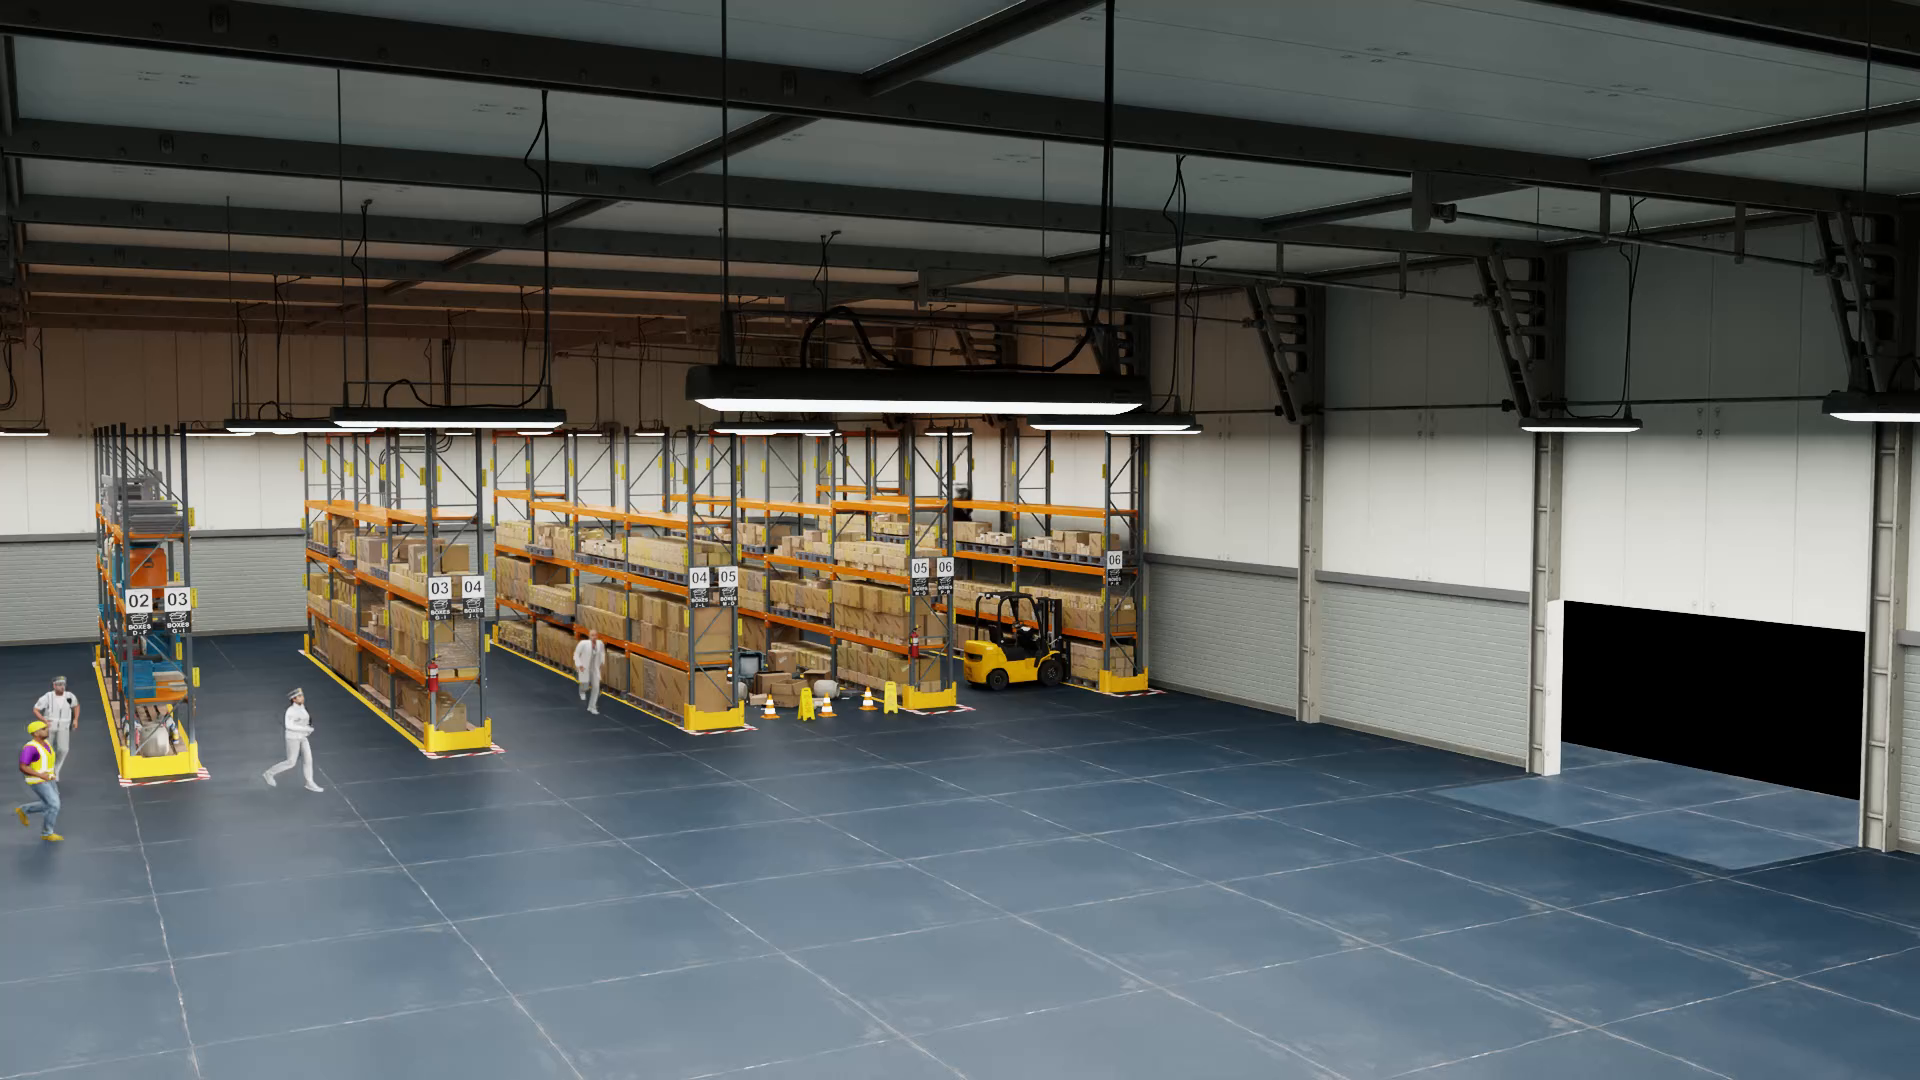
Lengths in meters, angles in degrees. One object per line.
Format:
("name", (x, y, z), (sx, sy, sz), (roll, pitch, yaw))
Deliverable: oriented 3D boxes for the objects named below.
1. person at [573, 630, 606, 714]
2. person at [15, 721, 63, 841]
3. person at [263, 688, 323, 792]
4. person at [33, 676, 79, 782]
("person", (-7.808, 2.755, 35.049), (0.719, 1.771, 0.985), (-2, 4, -31))
("person", (-13.166, 3.435, 23.722), (0.660, 1.720, 0.731), (-1, 4, -10))
("person", (-10.828, 3.245, 27.031), (0.914, 1.707, 0.624), (0, 3, 5))
("person", (-15.172, 3.175, 27.957), (0.725, 1.791, 0.681), (-3, 4, -36))
